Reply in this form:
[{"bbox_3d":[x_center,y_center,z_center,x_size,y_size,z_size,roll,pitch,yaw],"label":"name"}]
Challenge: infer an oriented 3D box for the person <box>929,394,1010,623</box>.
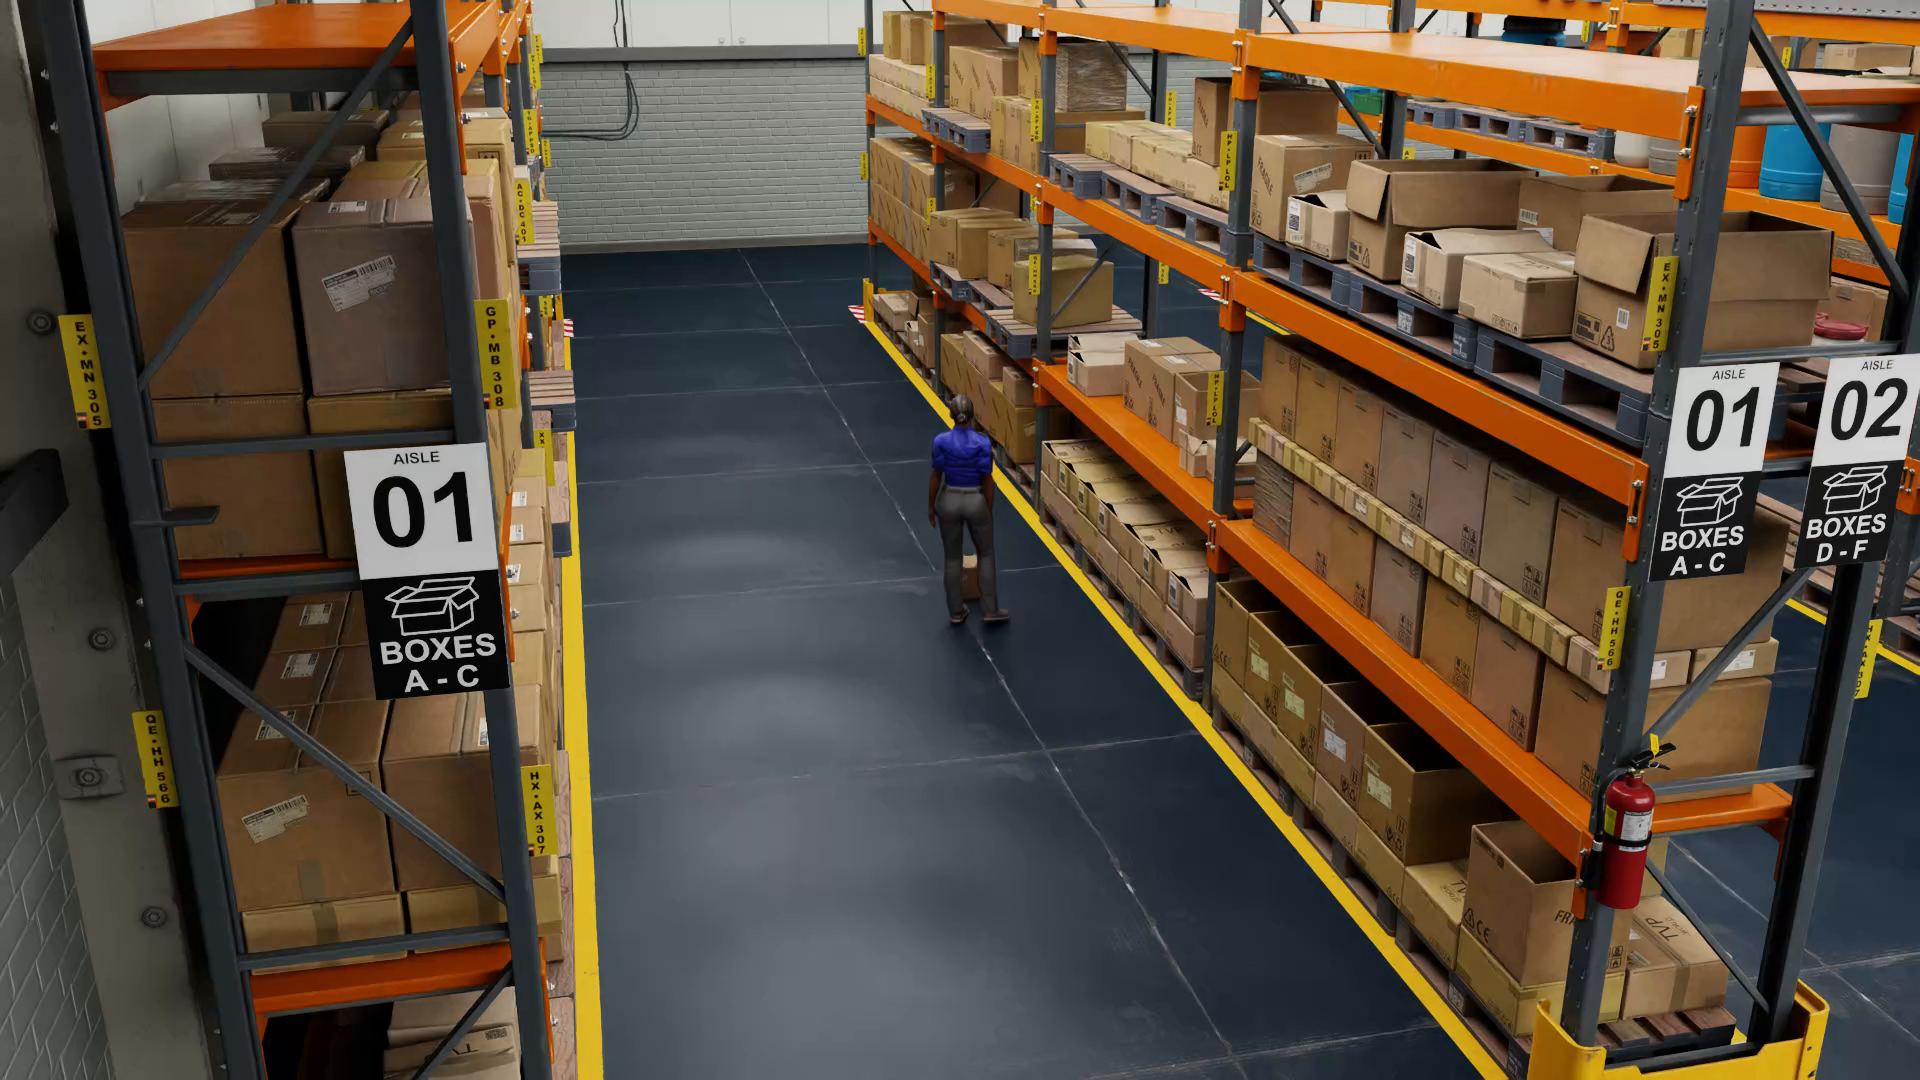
[{"bbox_3d":[0.066,-0.203,11.658,0.579,1.663,0.322,2,20,5],"label":"person"}]
